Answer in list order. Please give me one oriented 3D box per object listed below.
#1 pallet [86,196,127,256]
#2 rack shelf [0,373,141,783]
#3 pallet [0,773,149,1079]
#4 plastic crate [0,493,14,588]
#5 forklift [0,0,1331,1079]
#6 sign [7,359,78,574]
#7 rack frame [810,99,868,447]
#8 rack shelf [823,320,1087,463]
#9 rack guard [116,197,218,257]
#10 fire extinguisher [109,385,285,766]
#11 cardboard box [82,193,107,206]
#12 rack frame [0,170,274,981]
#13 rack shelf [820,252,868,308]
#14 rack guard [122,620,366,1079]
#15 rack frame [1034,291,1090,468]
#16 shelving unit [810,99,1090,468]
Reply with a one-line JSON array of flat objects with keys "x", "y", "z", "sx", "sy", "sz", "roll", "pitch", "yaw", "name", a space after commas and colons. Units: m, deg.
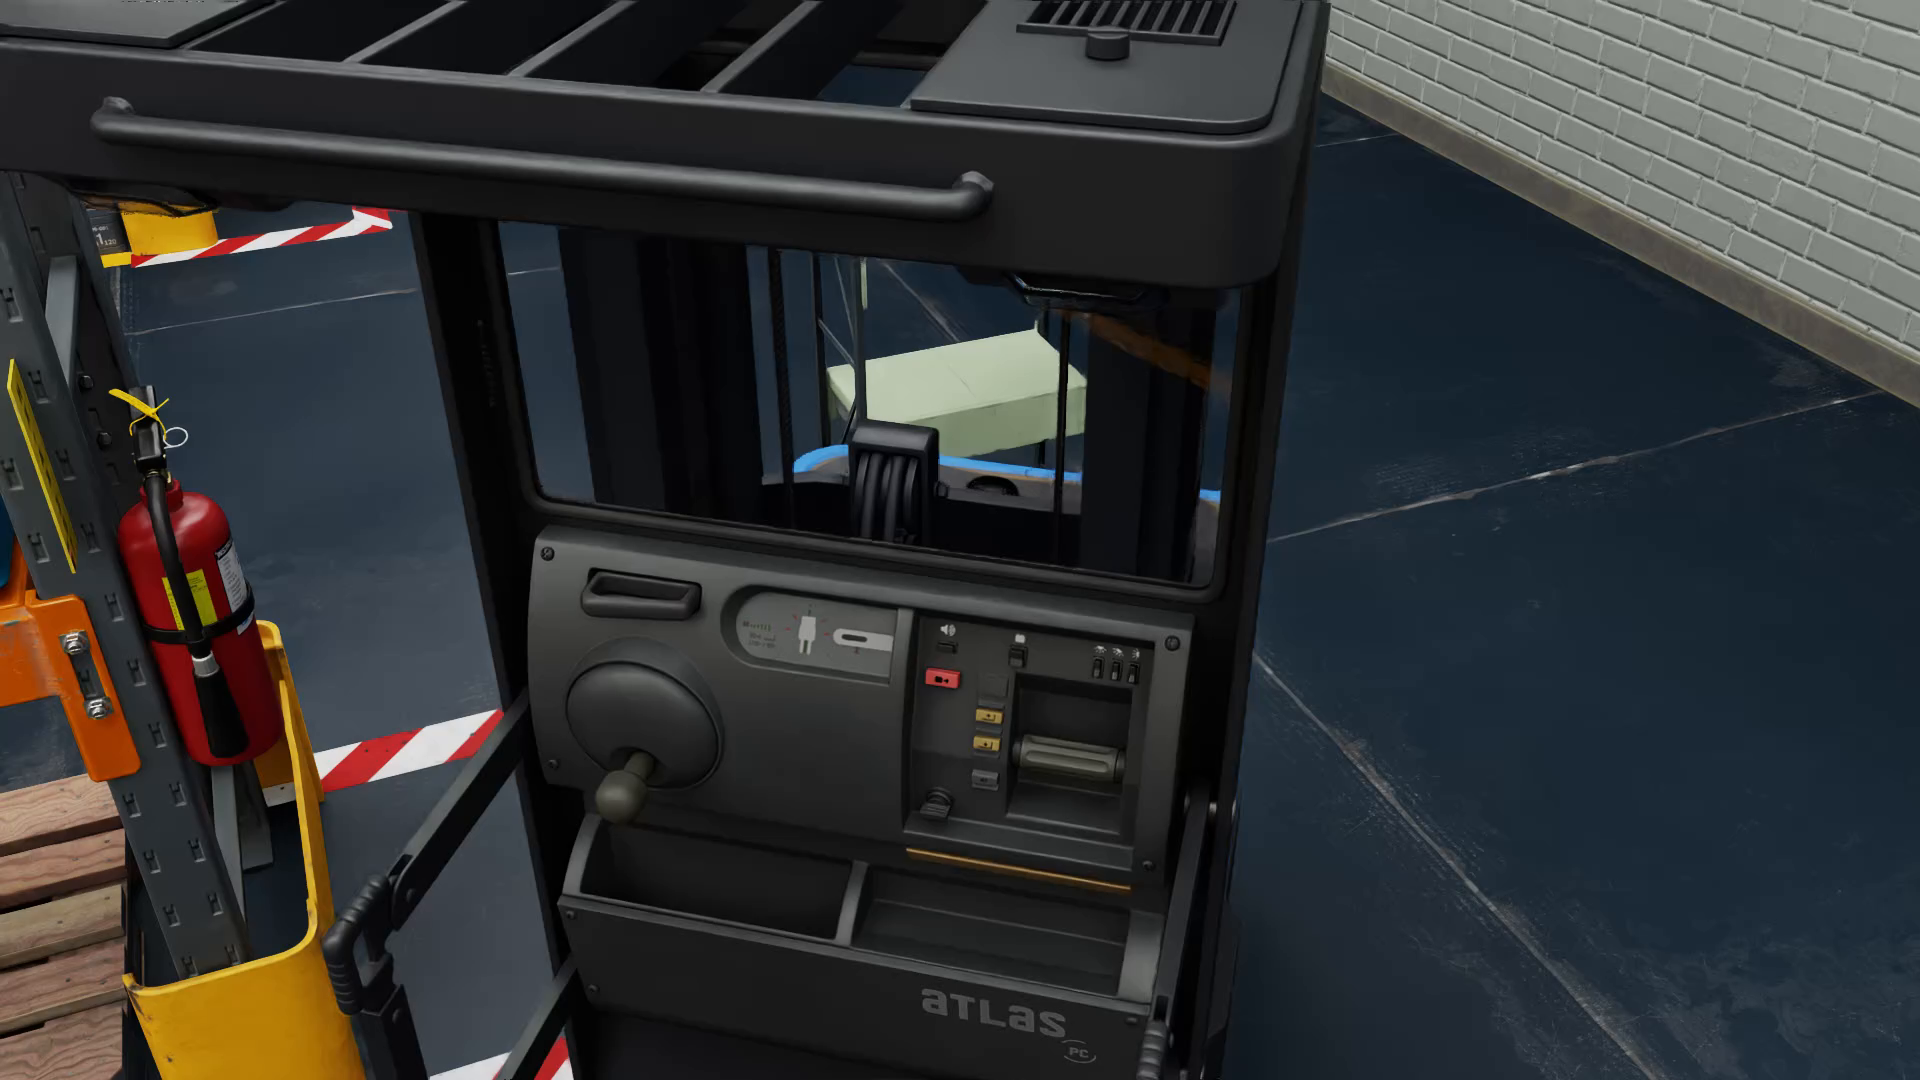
[{"x": -4.333, "y": -1.451, "z": 7.286, "sx": 1.213, "sy": 0.211, "sz": 1.003, "roll": -13, "pitch": 35, "yaw": -19, "name": "pallet"}, {"x": -3.458, "y": 0.411, "z": 2.528, "sx": 4.000, "sy": 0.370, "sz": 1.077, "roll": -13, "pitch": 35, "yaw": -19, "name": "rack shelf"}, {"x": -2.389, "y": 1.010, "z": 3.503, "sx": 1.213, "sy": 0.211, "sz": 1.003, "roll": -13, "pitch": 35, "yaw": -19, "name": "pallet"}, {"x": -1.850, "y": -0.188, "z": 2.702, "sx": 0.499, "sy": 0.435, "sz": 0.616, "roll": -13, "pitch": 35, "yaw": -19, "name": "plastic crate"}, {"x": -0.206, "y": 0.291, "z": 2.116, "sx": 1.130, "sy": 2.935, "sz": 3.031, "roll": 8, "pitch": 34, "yaw": 12, "name": "forklift"}, {"x": -1.386, "y": -0.108, "z": 2.516, "sx": 0.005, "sy": 0.325, "sz": 0.100, "roll": -13, "pitch": 35, "yaw": -19, "name": "sign"}, {"x": -0.344, "y": -0.550, "z": 4.720, "sx": 0.023, "sy": 1.500, "sz": 0.400, "roll": -13, "pitch": 35, "yaw": -19, "name": "rack frame"}, {"x": -0.006, "y": -0.354, "z": 5.017, "sx": 0.720, "sy": 0.370, "sz": 0.431, "roll": -13, "pitch": 35, "yaw": -19, "name": "rack shelf"}, {"x": -3.598, "y": -1.741, "z": 7.467, "sx": 0.348, "sy": 0.500, "sz": 1.175, "roll": -13, "pitch": 35, "yaw": -19, "name": "rack guard"}, {"x": -1.299, "y": 0.072, "z": 2.801, "sx": 0.183, "sy": 0.674, "sz": 0.296, "roll": -13, "pitch": 35, "yaw": -19, "name": "fire extinguisher"}, {"x": -3.934, "y": -1.703, "z": 7.005, "sx": 0.500, "sy": 0.500, "sz": 0.500, "roll": -13, "pitch": 35, "yaw": -19, "name": "cardboard box"}, {"x": -1.614, "y": -0.313, "z": 2.981, "sx": 0.127, "sy": 3.000, "sz": 1.000, "roll": -13, "pitch": 35, "yaw": -19, "name": "rack frame"}, {"x": -0.006, "y": -0.954, "z": 4.626, "sx": 0.720, "sy": 0.370, "sz": 0.431, "roll": -13, "pitch": 35, "yaw": -19, "name": "rack shelf"}, {"x": -1.597, "y": 0.723, "z": 3.680, "sx": 0.348, "sy": 0.500, "sz": 1.175, "roll": -13, "pitch": 35, "yaw": -19, "name": "rack guard"}, {"x": 0.331, "y": -0.704, "z": 4.958, "sx": 0.023, "sy": 1.500, "sz": 0.400, "roll": -13, "pitch": 35, "yaw": -19, "name": "rack frame"}, {"x": -0.006, "y": -0.627, "z": 4.839, "sx": 0.755, "sy": 1.500, "sz": 0.431, "roll": -13, "pitch": 35, "yaw": -19, "name": "shelving unit"}]
